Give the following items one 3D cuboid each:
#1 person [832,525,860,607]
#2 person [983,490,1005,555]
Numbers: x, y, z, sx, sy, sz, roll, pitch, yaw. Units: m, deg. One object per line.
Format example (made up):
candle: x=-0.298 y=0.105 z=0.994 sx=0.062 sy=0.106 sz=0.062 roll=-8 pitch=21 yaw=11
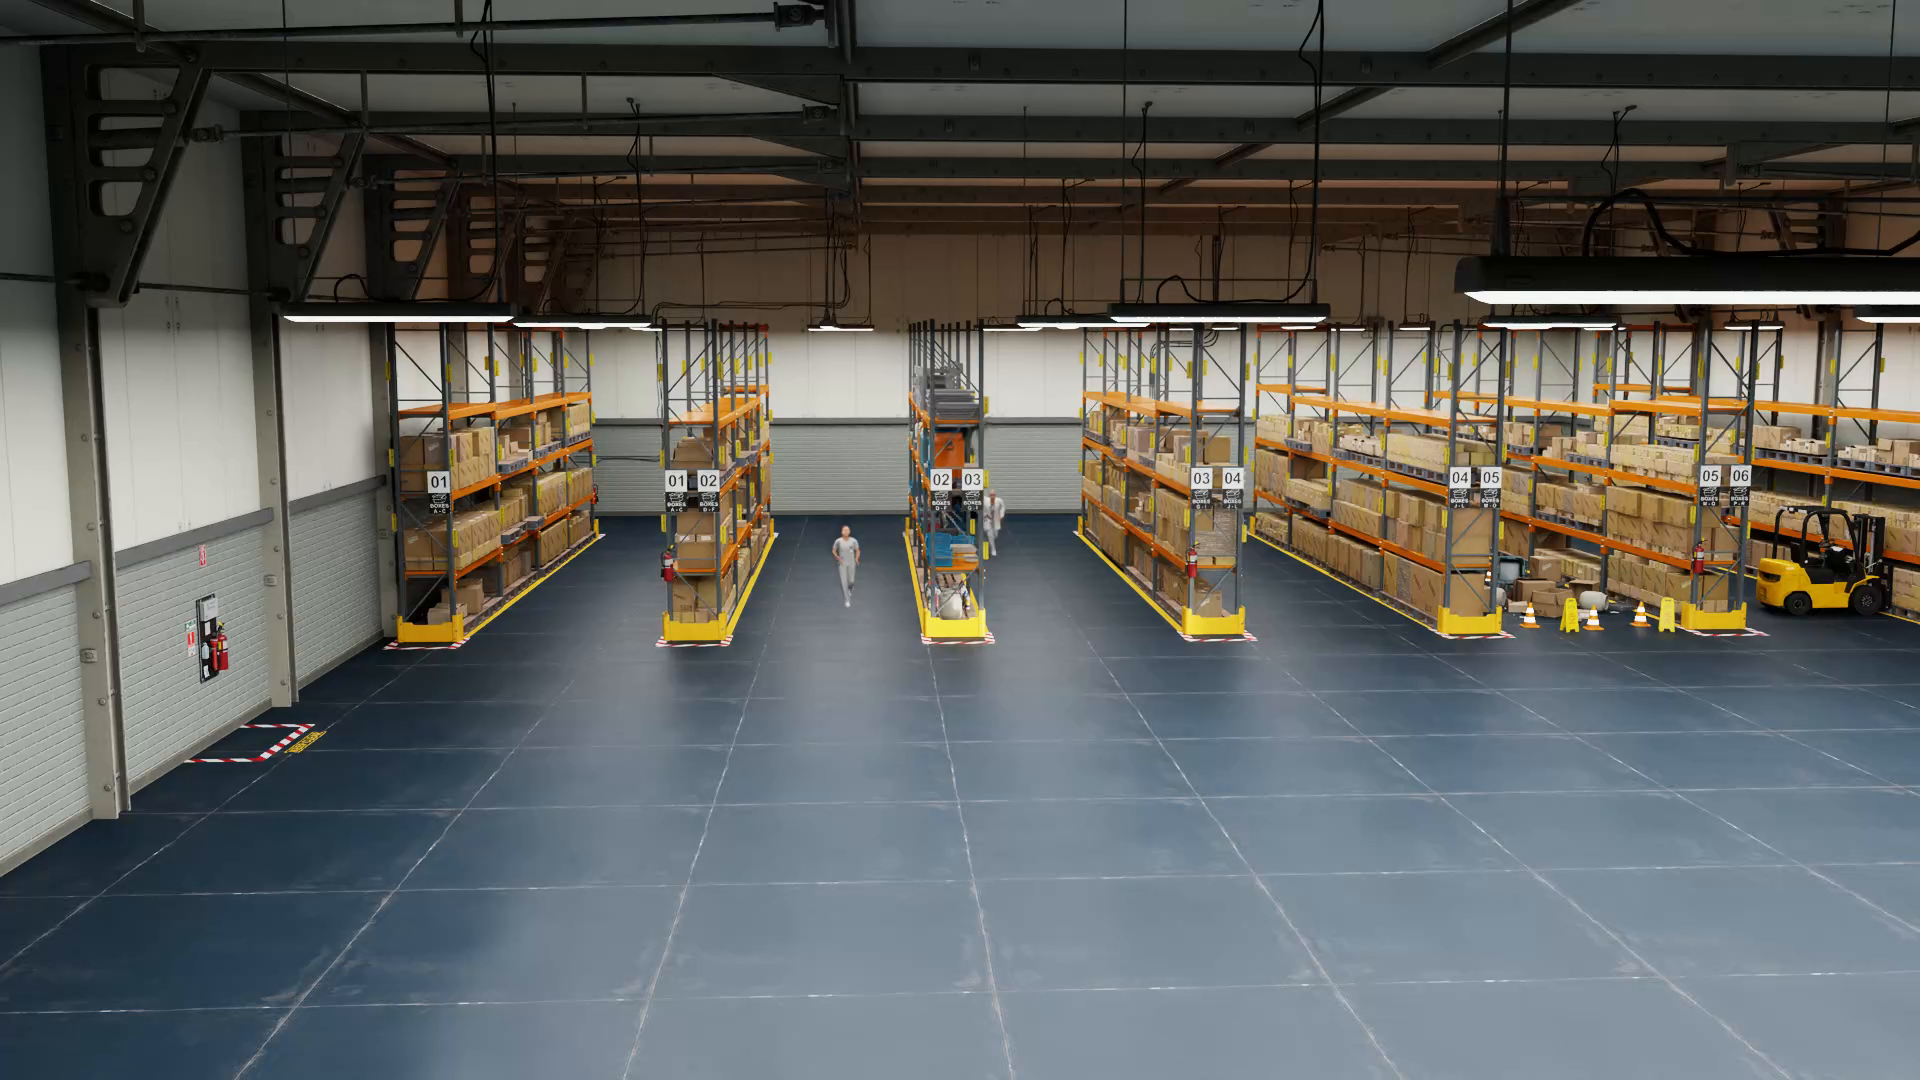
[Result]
person: x=-2.278 y=0.511 z=33.379 sx=0.565 sy=1.641 sz=0.527 roll=-1 pitch=7 yaw=-9
person: x=0.826 y=-0.463 z=43.410 sx=0.703 sy=1.712 sz=0.796 roll=0 pitch=7 yaw=-2
